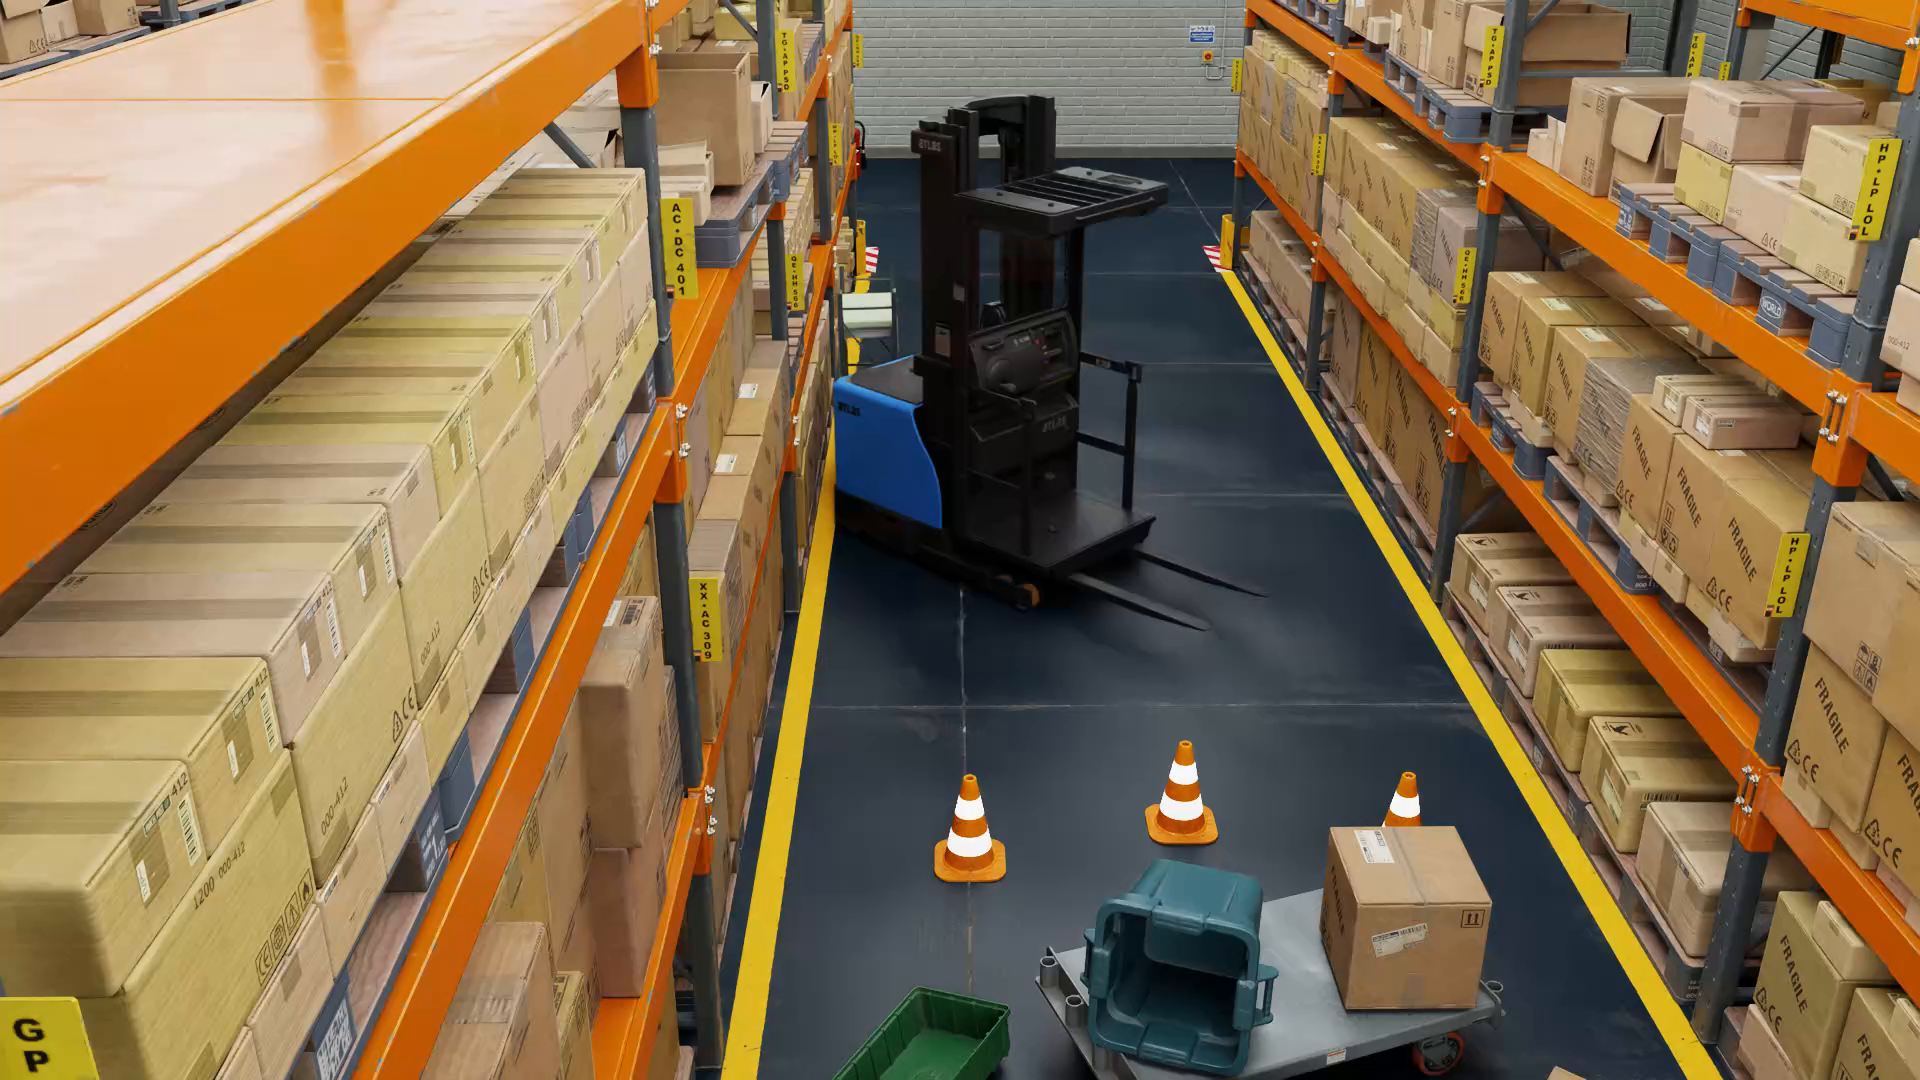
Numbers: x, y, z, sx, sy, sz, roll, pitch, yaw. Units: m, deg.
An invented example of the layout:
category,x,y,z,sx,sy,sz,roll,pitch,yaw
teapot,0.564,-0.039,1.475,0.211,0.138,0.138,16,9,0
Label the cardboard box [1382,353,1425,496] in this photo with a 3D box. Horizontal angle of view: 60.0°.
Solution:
category,x,y,z,sx,sy,sz,roll,pitch,yaw
cardboard box,3.527,-0.872,11.608,0.875,0.875,0.875,0,24,0

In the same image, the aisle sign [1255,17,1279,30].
category,x,y,z,sx,sy,sz,roll,pitch,yaw
aisle sign,3.079,-5.506,16.629,0.394,0.787,0.004,0,24,-1

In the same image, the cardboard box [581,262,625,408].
category,x,y,z,sx,sy,sz,roll,pitch,yaw
cardboard box,-1.181,-0.545,4.366,0.500,0.250,0.500,0,24,-1

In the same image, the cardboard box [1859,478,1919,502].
category,x,y,z,sx,sy,sz,roll,pitch,yaw
cardboard box,3.782,0.085,6.431,0.500,0.500,0.500,0,24,1

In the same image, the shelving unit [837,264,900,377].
category,x,y,z,sx,sy,sz,roll,pitch,yaw
shelving unit,-0.643,-1.144,11.952,0.431,1.500,0.755,-2,24,-2

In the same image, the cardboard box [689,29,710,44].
category,x,y,z,sx,sy,sz,roll,pitch,yaw
cardboard box,-1.770,-2.785,10.007,0.500,0.500,0.500,0,24,-1

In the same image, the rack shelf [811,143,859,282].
category,x,y,z,sx,sy,sz,roll,pitch,yaw
rack shelf,-1.557,-3.077,15.287,1.077,0.370,4.000,0,24,-1

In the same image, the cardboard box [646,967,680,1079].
category,x,y,z,sx,sy,sz,roll,pitch,yaw
cardboard box,-1.511,1.752,5.805,0.875,0.875,0.875,0,24,0

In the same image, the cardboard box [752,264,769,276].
category,x,y,z,sx,sy,sz,roll,pitch,yaw
cardboard box,-1.308,-1.583,10.183,0.380,0.149,0.250,-1,24,-2

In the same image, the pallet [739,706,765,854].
category,x,y,z,sx,sy,sz,roll,pitch,yaw
pallet,-1.548,1.164,8.419,1.003,0.211,1.213,0,24,-1

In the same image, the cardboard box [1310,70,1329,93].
category,x,y,z,sx,sy,sz,roll,pitch,yaw
cardboard box,3.184,-3.883,14.074,0.380,0.149,0.250,0,24,-1

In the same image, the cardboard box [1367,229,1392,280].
category,x,y,z,sx,sy,sz,roll,pitch,yaw
cardboard box,3.157,-1.991,11.587,0.500,0.250,0.500,-1,24,-2

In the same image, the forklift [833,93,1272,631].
category,x,y,z,sx,sy,sz,roll,pitch,yaw
forklift,0.554,-1.142,10.218,3.031,2.935,1.130,22,32,39

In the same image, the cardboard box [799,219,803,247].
category,x,y,z,sx,sy,sz,roll,pitch,yaw
cardboard box,-1.321,-2.200,11.908,0.380,0.149,0.250,-1,24,-3

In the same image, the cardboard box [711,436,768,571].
category,x,y,z,sx,sy,sz,roll,pitch,yaw
cardboard box,-1.199,-0.171,7.867,0.500,0.500,0.500,0,24,0

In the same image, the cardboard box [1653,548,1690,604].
category,x,y,z,sx,sy,sz,roll,pitch,yaw
cardboard box,3.195,0.149,7.075,0.380,0.149,0.250,-1,24,-1

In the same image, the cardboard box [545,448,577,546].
category,x,y,z,sx,sy,sz,roll,pitch,yaw
cardboard box,-1.109,-0.100,3.865,0.380,0.149,0.250,0,24,-1

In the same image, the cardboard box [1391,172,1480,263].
category,x,y,z,sx,sy,sz,roll,pitch,yaw
cardboard box,3.177,-2.126,10.975,0.500,0.500,0.500,0,24,-1

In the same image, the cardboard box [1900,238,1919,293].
category,x,y,z,sx,sy,sz,roll,pitch,yaw
cardboard box,3.178,-0.833,5.148,0.380,0.149,0.250,-1,24,-1

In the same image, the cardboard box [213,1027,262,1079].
category,x,y,z,sx,sy,sz,roll,pitch,yaw
cardboard box,-1.087,0.732,2.026,0.380,0.149,0.250,0,24,0

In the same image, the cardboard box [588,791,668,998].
category,x,y,z,sx,sy,sz,roll,pitch,yaw
cardboard box,-1.403,1.026,5.160,0.875,0.550,0.550,0,24,-1

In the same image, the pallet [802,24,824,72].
category,x,y,z,sx,sy,sz,roll,pitch,yaw
pallet,-1.635,-3.607,12.174,1.213,0.211,1.003,0,24,-1

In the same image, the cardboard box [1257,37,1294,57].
category,x,y,z,sx,sy,sz,roll,pitch,yaw
cardboard box,3.059,-4.727,15.940,0.380,0.149,0.250,0,24,1

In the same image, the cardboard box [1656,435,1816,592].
category,x,y,z,sx,sy,sz,roll,pitch,yaw
cardboard box,3.260,-0.114,6.871,0.500,0.500,0.500,0,24,0

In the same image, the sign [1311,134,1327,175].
category,x,y,z,sx,sy,sz,roll,pitch,yaw
sign,2.859,-3.072,13.256,0.100,0.325,0.005,0,24,-1

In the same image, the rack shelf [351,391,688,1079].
category,x,y,z,sx,sy,sz,roll,pitch,yaw
rack shelf,-1.426,0.501,3.736,1.077,0.370,4.000,0,24,-1

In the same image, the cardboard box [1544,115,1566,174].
category,x,y,z,sx,sy,sz,roll,pitch,yaw
cardboard box,3.293,-2.066,8.702,0.396,0.266,0.258,0,24,-1

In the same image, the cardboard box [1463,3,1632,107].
category,x,y,z,sx,sy,sz,roll,pitch,yaw
cardboard box,3.302,-2.756,9.430,0.797,0.503,0.637,-2,24,-4

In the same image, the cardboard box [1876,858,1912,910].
category,x,y,z,sx,sy,sz,roll,pitch,yaw
cardboard box,3.271,1.111,5.459,0.380,0.149,0.250,0,24,-1

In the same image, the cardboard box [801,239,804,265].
category,x,y,z,sx,sy,sz,roll,pitch,yaw
cardboard box,-1.317,-2.067,11.976,0.380,0.149,0.250,-1,24,-3

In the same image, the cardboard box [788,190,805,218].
category,x,y,z,sx,sy,sz,roll,pitch,yaw
cardboard box,-1.328,-2.439,12.076,0.380,0.149,0.250,0,24,-1

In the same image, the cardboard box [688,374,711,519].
category,x,y,z,sx,sy,sz,roll,pitch,yaw
cardboard box,-1.472,-0.410,7.183,0.700,0.500,0.500,0,24,0

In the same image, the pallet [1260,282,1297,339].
category,x,y,z,sx,sy,sz,roll,pitch,yaw
pallet,3.467,-2.192,15.840,1.003,0.211,1.213,0,24,-1

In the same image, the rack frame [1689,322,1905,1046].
category,x,y,z,sx,sy,sz,roll,pitch,yaw
rack frame,3.501,0.652,6.169,1.000,3.000,0.127,0,24,-1

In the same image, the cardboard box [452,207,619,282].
category,x,y,z,sx,sy,sz,roll,pitch,yaw
cardboard box,-1.120,-0.780,4.401,0.380,0.149,0.250,0,24,-1

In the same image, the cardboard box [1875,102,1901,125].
category,x,y,z,sx,sy,sz,roll,pitch,yaw
cardboard box,3.880,-1.514,6.383,0.500,0.250,0.500,-1,24,-2

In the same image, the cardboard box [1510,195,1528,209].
category,x,y,z,sx,sy,sz,roll,pitch,yaw
cardboard box,3.681,-1.906,10.490,0.500,0.500,0.500,0,24,0

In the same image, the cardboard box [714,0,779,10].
category,x,y,z,sx,sy,sz,roll,pitch,yaw
cardboard box,-1.268,-3.179,9.949,0.396,0.266,0.258,0,24,-1

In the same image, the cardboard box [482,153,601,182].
category,x,y,z,sx,sy,sz,roll,pitch,yaw
cardboard box,-1.681,-1.328,6.456,0.500,0.250,0.500,0,24,-1

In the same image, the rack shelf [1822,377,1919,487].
category,x,y,z,sx,sy,sz,roll,pitch,yaw
rack shelf,3.523,0.437,3.877,1.077,0.370,4.000,0,24,-1

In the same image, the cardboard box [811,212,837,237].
category,x,y,z,sx,sy,sz,roll,pitch,yaw
cardboard box,-1.211,-2.585,13.630,0.380,0.149,0.250,1,24,1

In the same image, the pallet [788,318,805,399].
category,x,y,z,sx,sy,sz,roll,pitch,yaw
pallet,-1.606,-1.138,10.360,1.213,0.211,1.003,0,24,-1

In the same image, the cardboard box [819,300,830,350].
category,x,y,z,sx,sy,sz,roll,pitch,yaw
cardboard box,-1.274,-1.669,12.915,0.500,0.250,0.500,-1,24,-2

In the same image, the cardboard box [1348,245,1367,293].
category,x,y,z,sx,sy,sz,roll,pitch,yaw
cardboard box,3.151,-1.970,12.147,0.500,0.250,0.500,0,24,-1

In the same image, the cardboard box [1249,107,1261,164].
category,x,y,z,sx,sy,sz,roll,pitch,yaw
cardboard box,3.121,-3.931,16.181,0.500,0.500,0.500,-1,24,-1

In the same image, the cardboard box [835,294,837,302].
category,x,y,z,sx,sy,sz,roll,pitch,yaw
cardboard box,-1.269,-2.293,15.268,0.380,0.149,0.250,0,24,-1

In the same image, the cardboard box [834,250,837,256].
category,x,y,z,sx,sy,sz,roll,pitch,yaw
cardboard box,-1.354,-2.639,15.673,0.380,0.149,0.250,-1,24,-2

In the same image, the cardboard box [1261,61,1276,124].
category,x,y,z,sx,sy,sz,roll,pitch,yaw
cardboard box,3.116,-4.170,15.496,0.500,0.500,0.500,0,24,-1

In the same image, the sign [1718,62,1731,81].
category,x,y,z,sx,sy,sz,roll,pitch,yaw
sign,7.791,-4.709,16.971,0.100,0.325,0.005,0,24,-1

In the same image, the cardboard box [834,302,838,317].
category,x,y,z,sx,sy,sz,roll,pitch,yaw
cardboard box,-1.273,-2.159,15.334,0.380,0.149,0.250,-1,24,-2

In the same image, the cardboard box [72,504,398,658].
category,x,y,z,sx,sy,sz,roll,pitch,yaw
cardboard box,-1.096,0.059,2.545,0.380,0.149,0.250,0,24,0

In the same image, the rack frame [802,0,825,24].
category,x,y,z,sx,sy,sz,roll,pitch,yaw
rack frame,-1.535,-5.314,12.080,1.000,3.000,0.127,0,24,-1

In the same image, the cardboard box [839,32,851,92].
category,x,y,z,sx,sy,sz,roll,pitch,yaw
cardboard box,-1.325,-4.678,16.259,0.500,0.500,0.500,-1,24,-2

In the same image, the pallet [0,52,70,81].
category,x,y,z,sx,sy,sz,roll,pitch,yaw
pallet,-6.528,-2.959,10.741,1.003,0.211,1.213,1,24,2

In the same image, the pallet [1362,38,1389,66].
category,x,y,z,sx,sy,sz,roll,pitch,yaw
pallet,3.473,-3.547,12.044,0.805,0.209,1.217,-1,24,-3

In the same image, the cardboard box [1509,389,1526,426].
category,x,y,z,sx,sy,sz,roll,pitch,yaw
cardboard box,3.201,-0.709,8.973,0.380,0.149,0.250,-2,24,-4
